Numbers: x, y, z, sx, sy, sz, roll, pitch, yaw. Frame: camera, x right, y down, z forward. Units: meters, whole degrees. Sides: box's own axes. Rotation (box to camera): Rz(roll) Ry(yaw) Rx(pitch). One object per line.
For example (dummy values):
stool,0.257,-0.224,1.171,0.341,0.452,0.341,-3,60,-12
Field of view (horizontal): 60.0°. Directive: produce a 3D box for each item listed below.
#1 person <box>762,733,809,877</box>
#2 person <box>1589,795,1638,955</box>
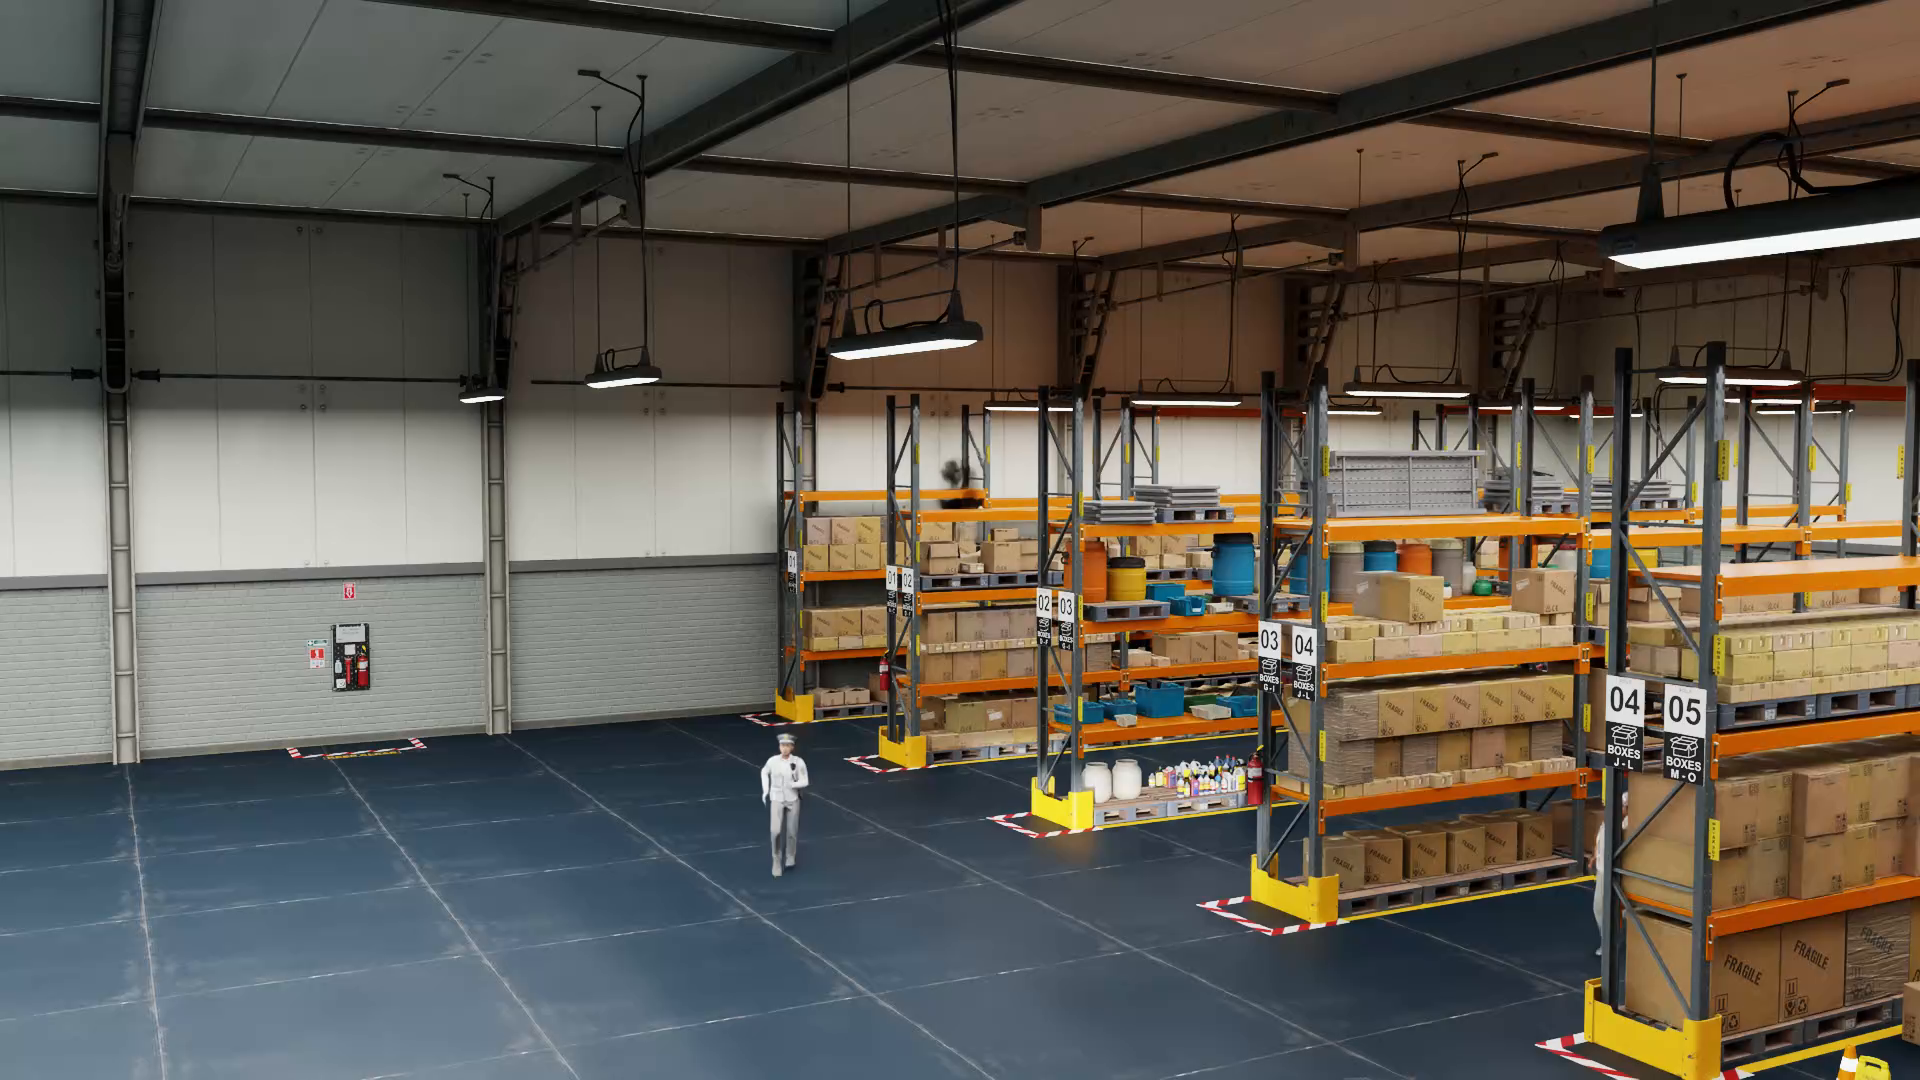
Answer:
person,-2.114,3.186,20.064,0.580,1.726,0.694,0,3,-4
person,6.726,3.399,16.959,0.688,1.606,0.613,-3,4,-39
